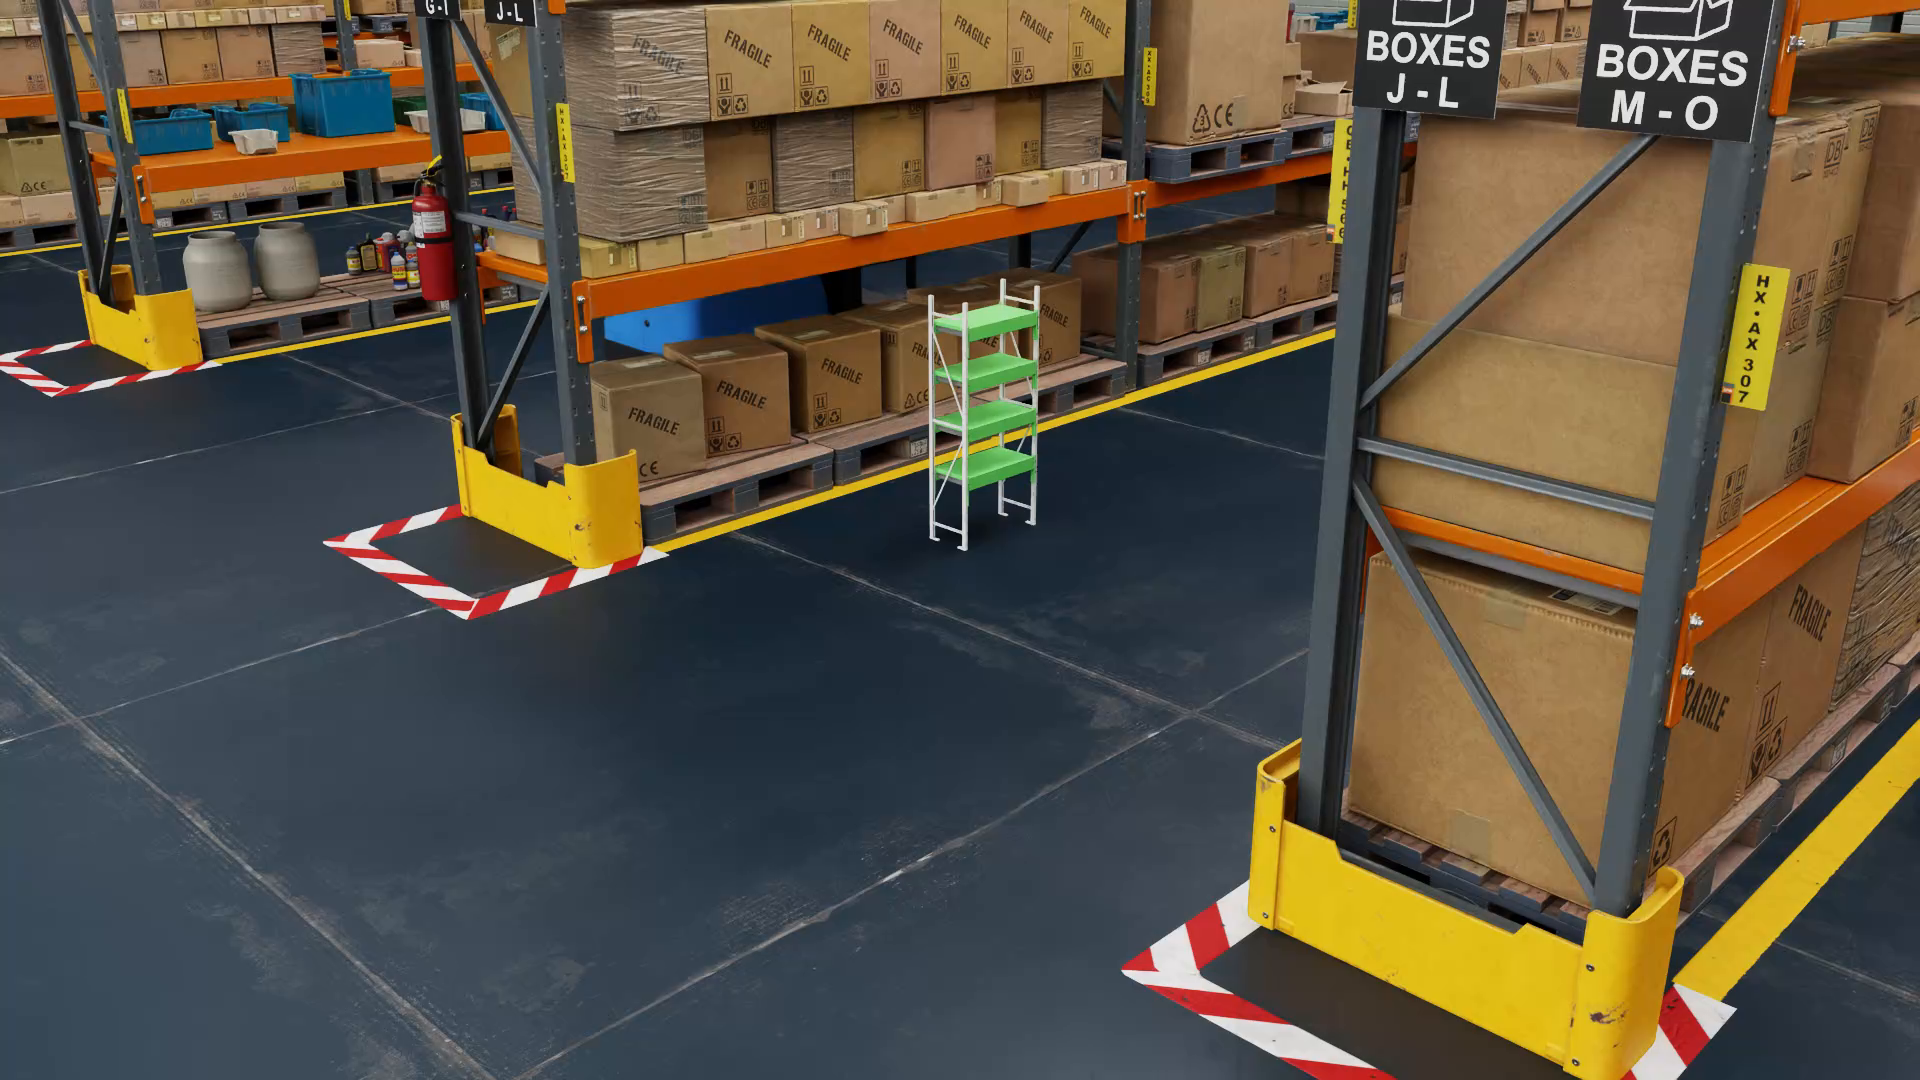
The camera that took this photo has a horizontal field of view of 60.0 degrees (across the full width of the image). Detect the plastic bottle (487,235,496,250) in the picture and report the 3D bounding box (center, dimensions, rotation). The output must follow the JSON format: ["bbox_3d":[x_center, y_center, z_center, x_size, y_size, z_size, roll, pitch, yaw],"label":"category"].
[{"bbox_3d":[-3.551,-2.217,12.845,0.135,0.276,0.152,-20,28,-41],"label":"plastic bottle"}]

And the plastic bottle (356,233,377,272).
[{"bbox_3d":[-4.587,-2.220,12.841,0.133,0.283,0.061,-19,28,-41],"label":"plastic bottle"}]

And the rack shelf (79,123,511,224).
[{"bbox_3d":[-4.228,-2.844,12.296,1.077,0.370,4.000,19,28,41],"label":"rack shelf"}]

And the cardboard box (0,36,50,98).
[{"bbox_3d":[-8.472,-4.206,14.698,0.500,0.500,0.700,-19,28,-41],"label":"cardboard box"}]

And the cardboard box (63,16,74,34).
[{"bbox_3d":[-8.022,-4.569,14.737,0.380,0.149,0.250,18,27,39],"label":"cardboard box"}]

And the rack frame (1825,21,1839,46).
[{"bbox_3d":[9.087,-5.539,18.305,1.000,3.000,0.127,19,28,41],"label":"rack frame"}]

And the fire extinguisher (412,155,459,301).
[{"bbox_3d":[-2.484,-1.476,7.842,0.296,0.674,0.183,19,28,41],"label":"fire extinguisher"}]

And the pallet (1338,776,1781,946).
[{"bbox_3d":[1.911,0.918,5.393,1.003,0.211,1.213,19,28,41],"label":"pallet"}]

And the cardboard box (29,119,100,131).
[{"bbox_3d":[-8.321,-3.642,15.571,0.500,0.500,0.500,19,28,41],"label":"cardboard box"}]

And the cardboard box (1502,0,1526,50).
[{"bbox_3d":[4.028,-4.181,13.235,0.637,0.503,0.797,-19,28,-40],"label":"cardboard box"}]

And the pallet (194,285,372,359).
[{"bbox_3d":[-5.033,-1.603,11.951,1.003,0.211,1.213,19,28,41],"label":"pallet"}]

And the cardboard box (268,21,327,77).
[{"bbox_3d":[-6.684,-4.866,16.414,0.700,0.500,0.500,18,28,39],"label":"cardboard box"}]

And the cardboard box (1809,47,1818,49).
[{"bbox_3d":[8.895,-5.181,17.722,0.380,0.149,0.250,20,28,41],"label":"cardboard box"}]

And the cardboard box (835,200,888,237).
[{"bbox_3d":[-0.589,-1.684,8.625,0.380,0.149,0.250,19,28,41],"label":"cardboard box"}]

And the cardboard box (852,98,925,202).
[{"bbox_3d":[-0.671,-2.148,8.928,0.875,0.500,0.500,19,28,41],"label":"cardboard box"}]

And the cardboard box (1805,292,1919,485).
[{"bbox_3d":[2.484,-0.595,5.232,0.875,0.550,0.550,19,28,41],"label":"cardboard box"}]

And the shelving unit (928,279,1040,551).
[{"bbox_3d":[0.115,-0.603,7.970,0.258,1.200,0.503,19,28,41],"label":"shelving unit"}]

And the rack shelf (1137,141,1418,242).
[{"bbox_3d":[2.111,-2.633,11.746,1.077,0.370,4.000,19,28,41],"label":"rack shelf"}]

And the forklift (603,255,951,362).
[{"bbox_3d":[-0.855,-2.608,10.776,3.031,2.935,1.130,-19,28,-40],"label":"forklift"}]

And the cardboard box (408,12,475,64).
[{"bbox_3d":[-5.464,-5.310,17.570,0.500,0.500,0.500,-18,27,-38],"label":"cardboard box"}]

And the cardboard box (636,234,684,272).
[{"bbox_3d":[-1.516,-1.382,7.839,0.380,0.149,0.250,19,28,41],"label":"cardboard box"}]

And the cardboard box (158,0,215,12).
[{"bbox_3d":[-7.385,-5.213,15.508,0.700,0.500,0.500,19,28,41],"label":"cardboard box"}]

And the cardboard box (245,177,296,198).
[{"bbox_3d":[-6.902,-3.547,16.370,0.500,0.250,0.500,19,28,41],"label":"cardboard box"}]

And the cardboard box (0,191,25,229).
[{"bbox_3d":[-8.636,-2.901,14.689,0.500,0.250,0.500,19,28,41],"label":"cardboard box"}]

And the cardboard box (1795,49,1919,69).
[{"bbox_3d":[3.142,-1.400,5.822,0.875,0.550,0.550,19,28,41],"label":"cardboard box"}]

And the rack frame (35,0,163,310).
[{"bbox_3d":[-5.623,-2.666,10.829,1.000,3.000,0.127,19,28,41],"label":"rack frame"}]

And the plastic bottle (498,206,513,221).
[{"bbox_3d":[-3.693,-2.559,13.631,0.185,0.351,0.144,-19,28,-41],"label":"plastic bottle"}]

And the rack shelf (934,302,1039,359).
[{"bbox_3d":[0.115,-0.991,7.821,0.258,0.148,0.480,19,28,41],"label":"rack shelf"}]

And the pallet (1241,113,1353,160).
[{"bbox_3d":[2.155,-2.874,11.638,1.003,0.211,1.213,19,28,41],"label":"pallet"}]

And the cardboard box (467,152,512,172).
[{"bbox_3d":[-5.203,-4.154,17.948,0.500,0.250,0.500,18,28,39],"label":"cardboard box"}]

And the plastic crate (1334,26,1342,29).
[{"bbox_3d":[4.517,-6.199,20.306,0.298,0.136,0.250,19,28,41],"label":"plastic crate"}]

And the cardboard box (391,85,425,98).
[{"bbox_3d":[-7.605,-6.042,22.485,0.500,0.500,0.700,-20,29,-41],"label":"cardboard box"}]

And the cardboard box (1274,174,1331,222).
[{"bbox_3d":[2.698,-2.553,12.360,0.500,0.250,0.500,-16,26,-36],"label":"cardboard box"}]

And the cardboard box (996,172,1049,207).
[{"bbox_3d":[0.284,-2.005,9.460,0.380,0.149,0.250,19,28,41],"label":"cardboard box"}]

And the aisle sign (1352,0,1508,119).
[{"bbox_3d":[1.145,-1.429,3.988,0.394,0.787,0.004,19,28,41],"label":"aisle sign"}]

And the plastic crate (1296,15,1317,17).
[{"bbox_3d":[4.212,-6.409,20.718,0.416,0.233,0.300,19,28,41],"label":"plastic crate"}]

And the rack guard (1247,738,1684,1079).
[{"bbox_3d":[1.392,1.014,4.739,1.175,0.500,0.348,19,28,41],"label":"rack guard"}]

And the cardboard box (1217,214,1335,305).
[{"bbox_3d":[2.285,-2.051,12.100,0.500,0.500,0.700,-17,27,-38],"label":"cardboard box"}]

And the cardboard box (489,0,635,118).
[{"bbox_3d":[-1.868,-2.282,7.882,0.500,0.500,0.500,19,28,41],"label":"cardboard box"}]

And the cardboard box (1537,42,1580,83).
[{"bbox_3d":[4.754,-3.852,13.776,0.500,0.500,0.500,19,28,40],"label":"cardboard box"}]

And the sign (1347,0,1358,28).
[{"bbox_3d":[3.107,-4.161,13.106,0.100,0.325,0.005,19,28,41],"label":"sign"}]

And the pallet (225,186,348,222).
[{"bbox_3d":[-6.964,-3.439,16.728,1.003,0.211,1.213,19,28,41],"label":"pallet"}]

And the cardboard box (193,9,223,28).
[{"bbox_3d":[-7.126,-4.900,15.597,0.380,0.149,0.250,19,28,40],"label":"cardboard box"}]

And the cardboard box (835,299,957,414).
[{"bbox_3d":[-0.362,-1.062,9.557,0.500,0.500,0.500,16,26,36],"label":"cardboard box"}]

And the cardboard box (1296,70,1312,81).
[{"bbox_3d":[2.173,-3.235,11.935,0.500,0.250,0.500,18,28,39],"label":"cardboard box"}]

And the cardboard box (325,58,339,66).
[{"bbox_3d":[-8.403,-6.128,21.663,0.500,0.250,0.500,19,28,40],"label":"cardboard box"}]

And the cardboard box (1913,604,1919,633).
[{"bbox_3d":[3.710,-0.247,6.913,0.875,0.875,0.875,-20,28,-41],"label":"cardboard box"}]

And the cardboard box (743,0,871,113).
[{"bbox_3d":[-0.794,-2.407,8.209,0.500,0.500,0.500,19,28,41],"label":"cardboard box"}]

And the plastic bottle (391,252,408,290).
[{"bbox_3d":[-4.135,-1.986,12.250,0.097,0.271,0.097,0,21,0],"label":"plastic bottle"}]

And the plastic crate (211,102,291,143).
[{"bbox_3d":[-5.031,-2.965,11.816,0.499,0.251,0.408,19,28,41],"label":"plastic crate"}]
